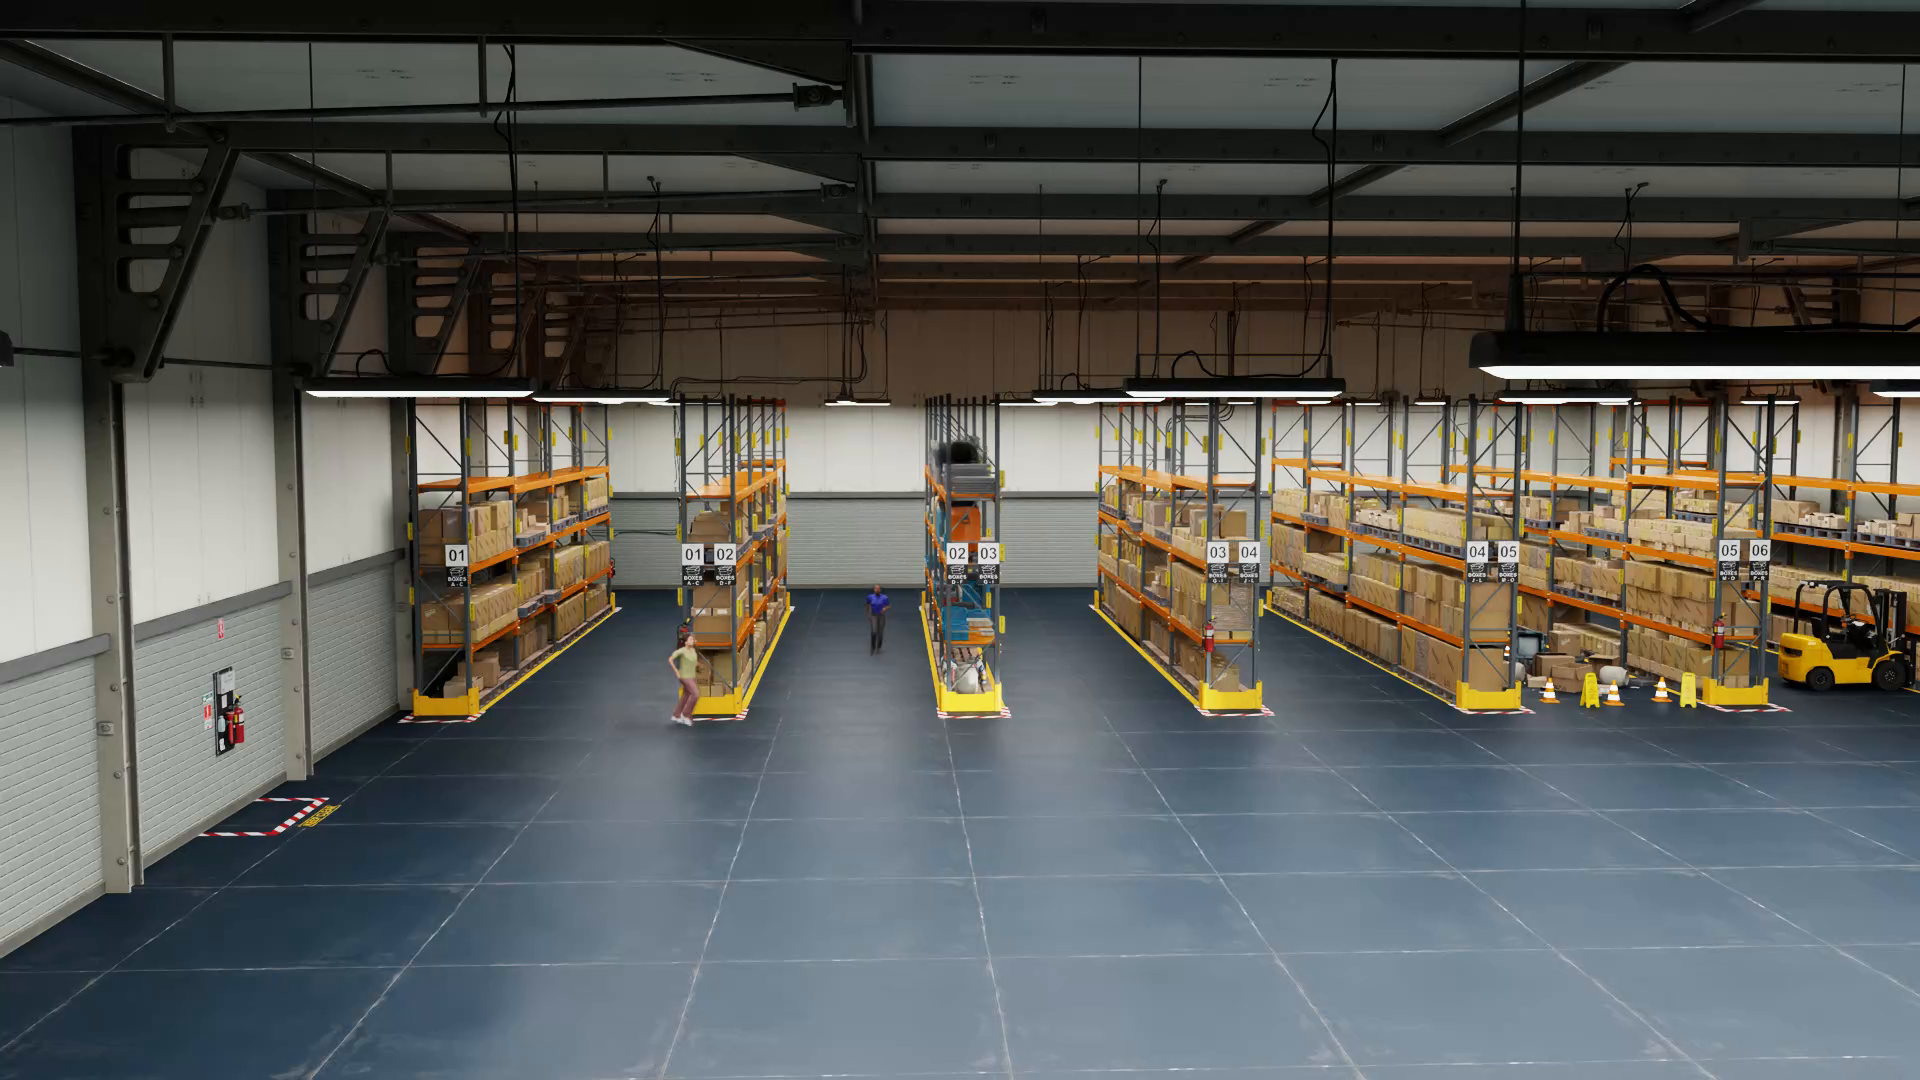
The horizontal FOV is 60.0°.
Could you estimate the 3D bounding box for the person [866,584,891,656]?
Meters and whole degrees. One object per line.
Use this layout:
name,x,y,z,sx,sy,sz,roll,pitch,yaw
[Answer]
person,-1.898,1.865,38.630,0.576,1.677,0.725,0,5,-5

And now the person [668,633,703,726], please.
person,-4.940,2.518,30.071,0.676,1.676,0.562,2,5,25

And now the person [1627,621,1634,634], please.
person,17.040,1.560,41.784,0.658,1.738,0.813,-1,5,-16
